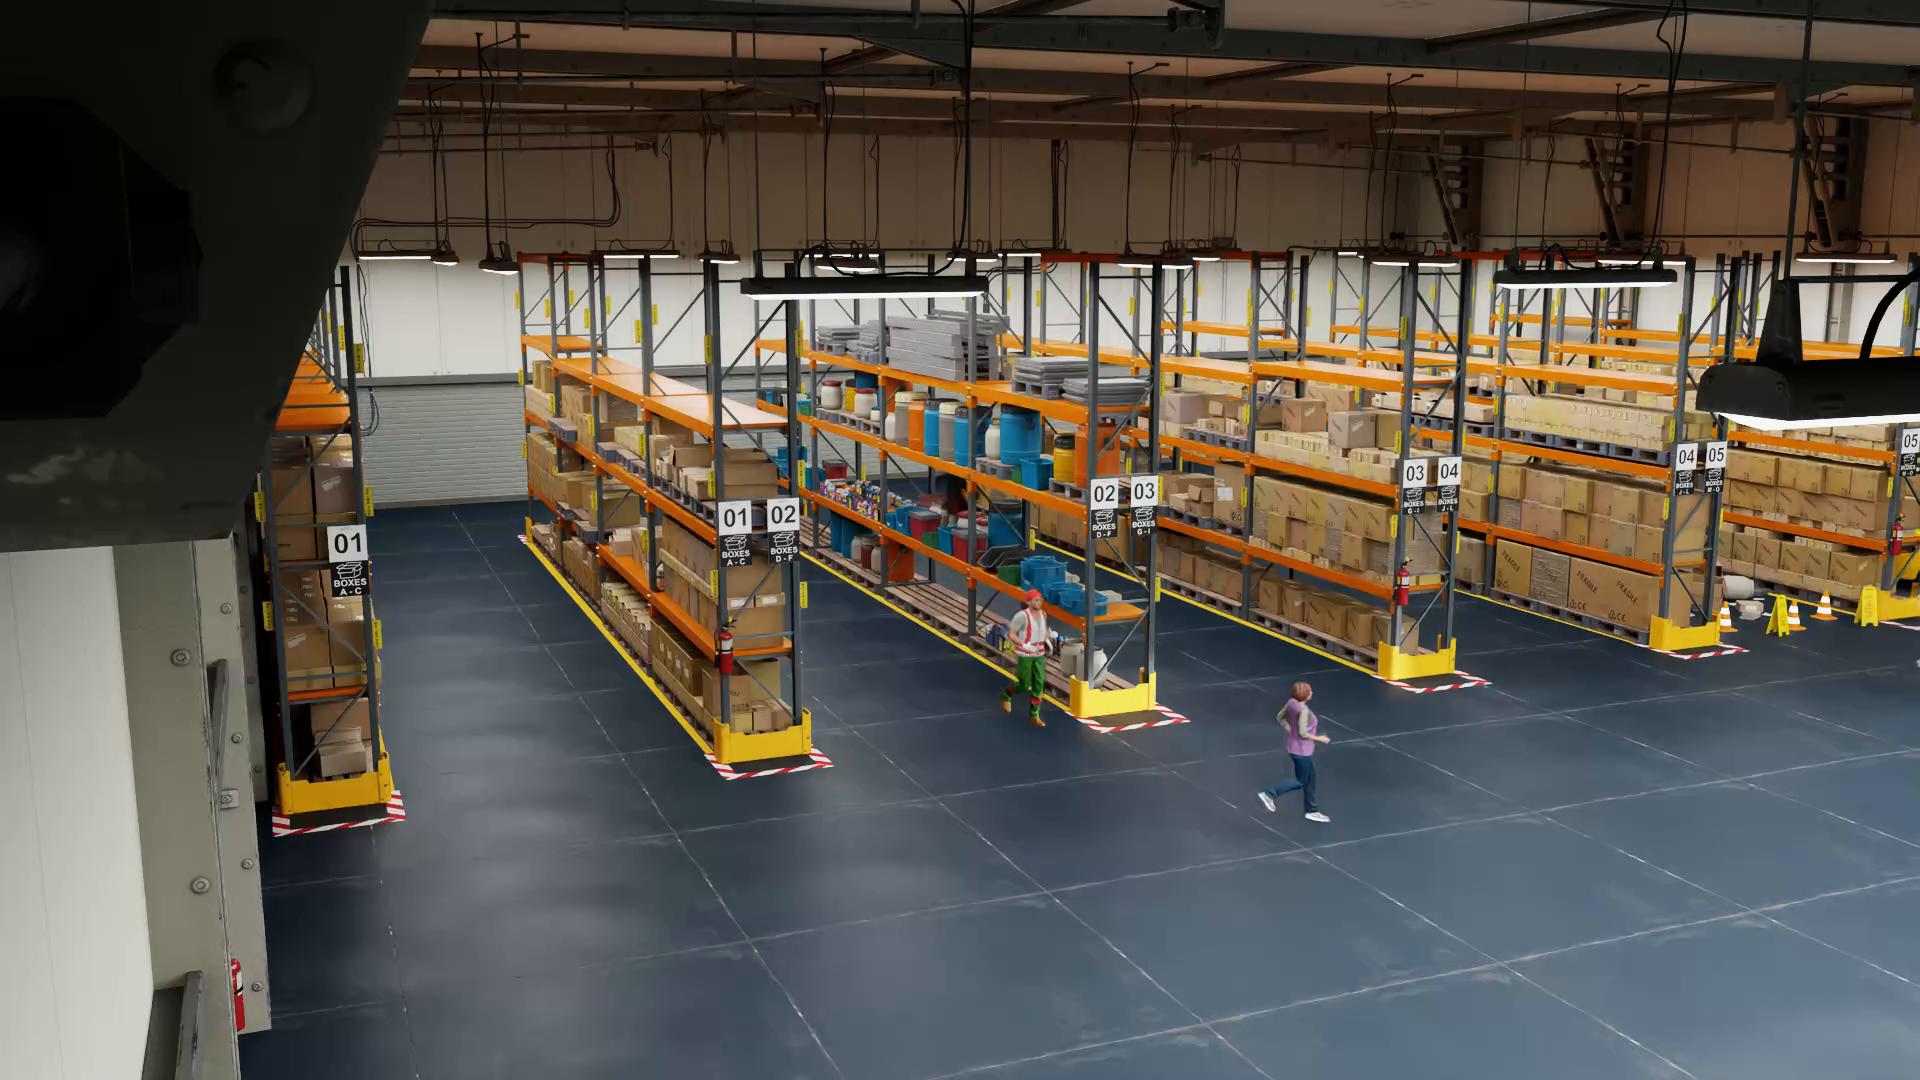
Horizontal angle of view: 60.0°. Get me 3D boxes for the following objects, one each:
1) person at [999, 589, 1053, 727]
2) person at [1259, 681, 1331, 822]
[{"bbox_3d":[0.932,1.515,21.881,0.694,1.779,0.781,-8,13,-36],"label":"person"},{"bbox_3d":[3.648,2.313,18.073,0.812,1.588,0.538,-1,10,-5],"label":"person"}]
